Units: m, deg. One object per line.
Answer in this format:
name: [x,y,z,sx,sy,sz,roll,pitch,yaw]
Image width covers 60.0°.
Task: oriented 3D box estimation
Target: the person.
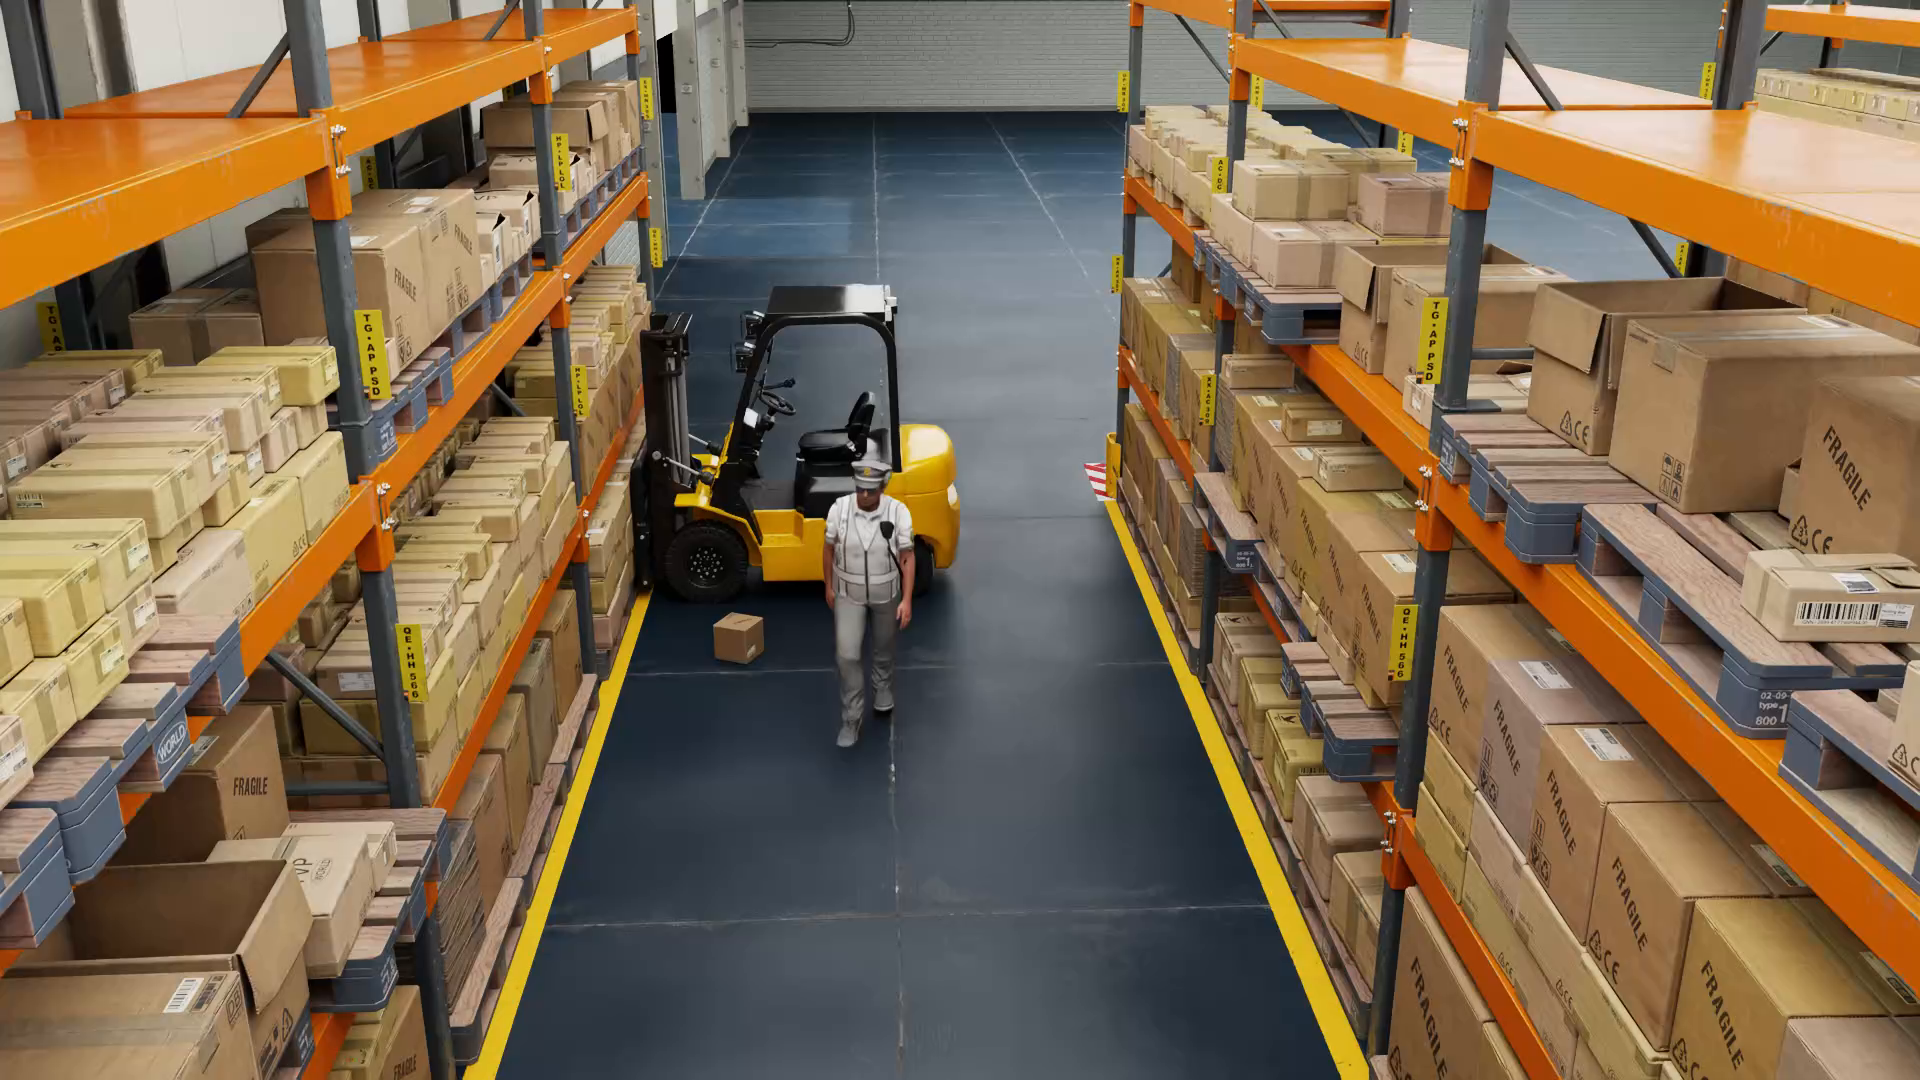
person: [-0.555,0.355,10.188,0.559,1.823,0.708,-1,20,-3]
